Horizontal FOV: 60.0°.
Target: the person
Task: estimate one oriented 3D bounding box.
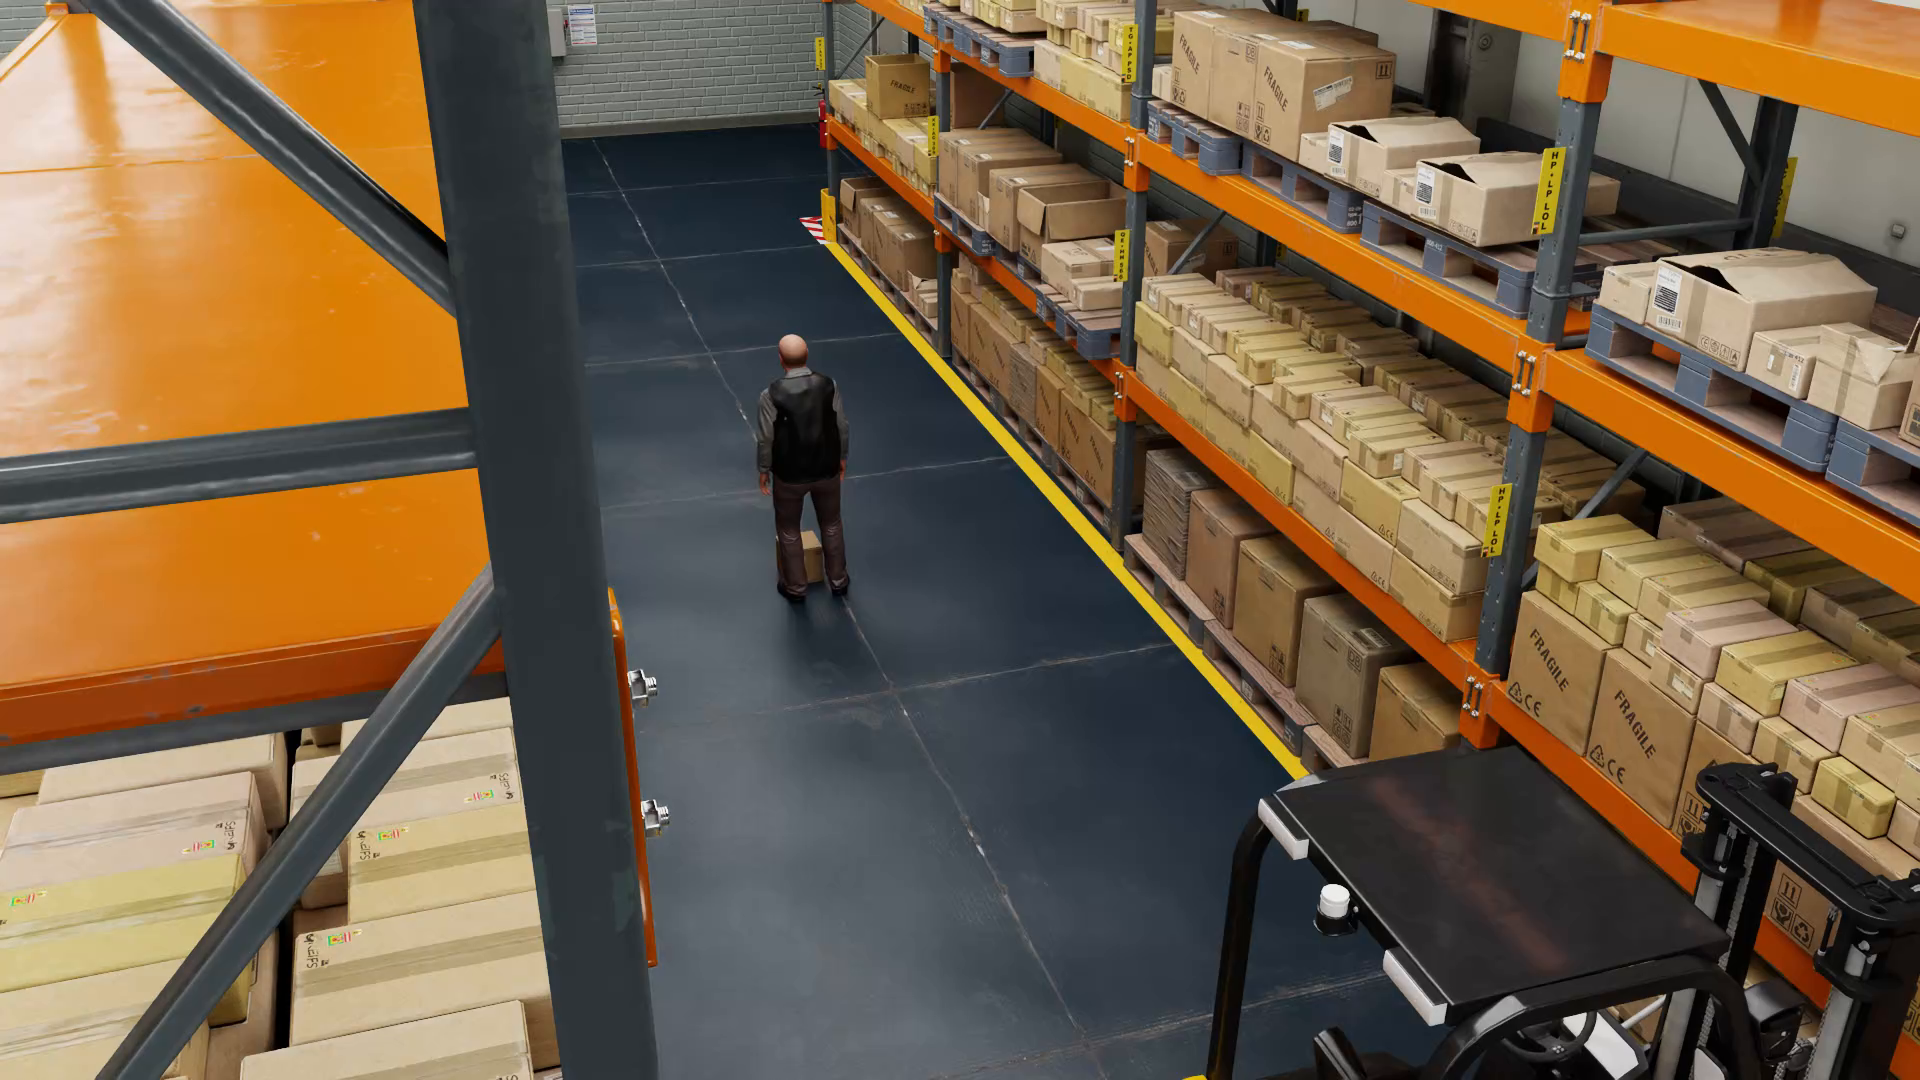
[{"bbox_3d":[-0.957,-0.423,10.252,0.594,1.721,0.422,-10,28,-19],"label":"person"}]
